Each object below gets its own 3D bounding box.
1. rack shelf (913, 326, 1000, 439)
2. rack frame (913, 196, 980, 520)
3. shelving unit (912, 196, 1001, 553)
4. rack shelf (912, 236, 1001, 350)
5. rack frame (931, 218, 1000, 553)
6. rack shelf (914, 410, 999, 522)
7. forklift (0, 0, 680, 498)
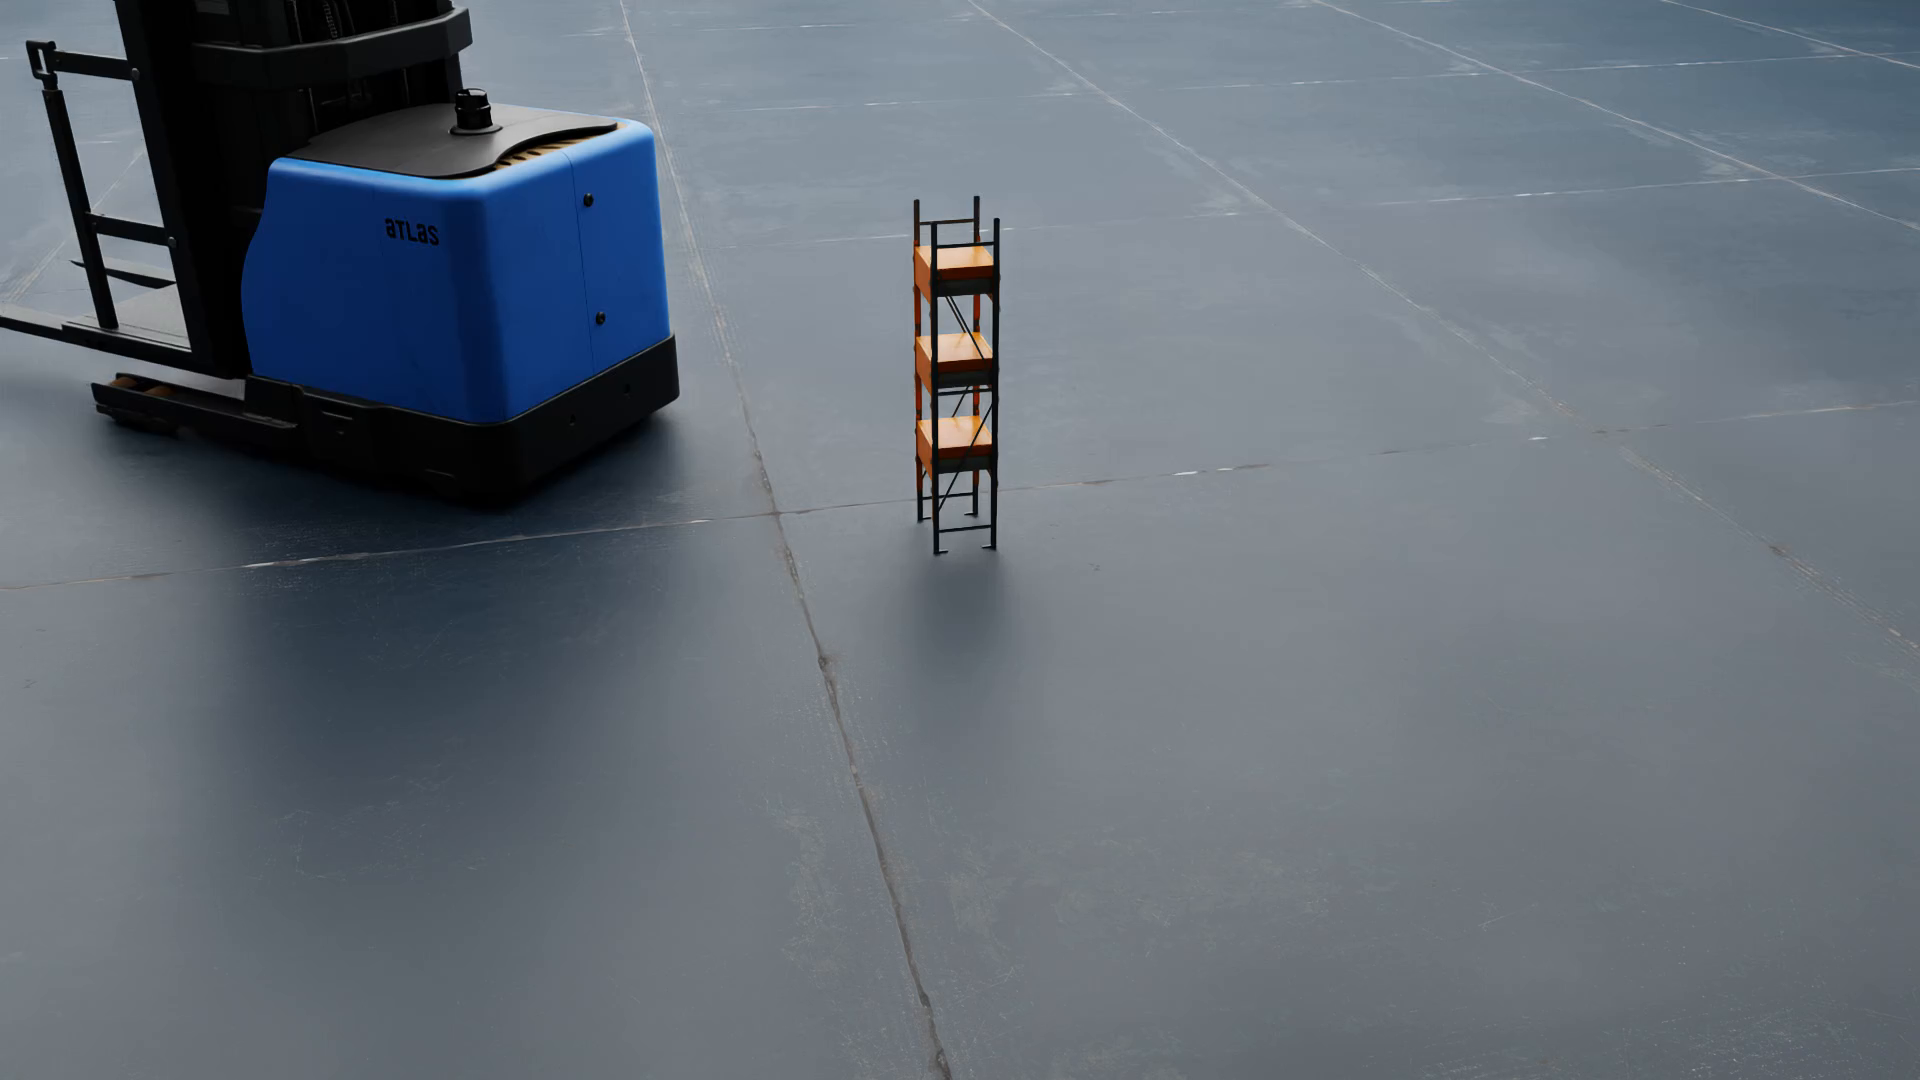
[{"bbox_3d":[-0.012,-0.483,5.065,0.215,0.259,0.240,-6,27,-12],"label":"rack shelf"},{"bbox_3d":[-0.040,-0.546,5.166,0.200,1.050,0.008,-6,27,-12],"label":"rack frame"},{"bbox_3d":[-0.012,-0.492,5.060,0.215,1.050,0.252,-6,27,-12],"label":"shelving unit"},{"bbox_3d":[-0.012,-0.736,4.937,0.215,0.259,0.240,-6,27,-12],"label":"rack shelf"},{"bbox_3d":[0.015,-0.439,4.954,0.200,1.050,0.008,-6,27,-12],"label":"rack frame"},{"bbox_3d":[-0.012,-0.235,5.190,0.215,0.259,0.240,-6,27,-12],"label":"rack shelf"},{"bbox_3d":[-2.590,-1.894,5.749,3.031,2.935,1.130,13,29,24],"label":"forklift"}]
